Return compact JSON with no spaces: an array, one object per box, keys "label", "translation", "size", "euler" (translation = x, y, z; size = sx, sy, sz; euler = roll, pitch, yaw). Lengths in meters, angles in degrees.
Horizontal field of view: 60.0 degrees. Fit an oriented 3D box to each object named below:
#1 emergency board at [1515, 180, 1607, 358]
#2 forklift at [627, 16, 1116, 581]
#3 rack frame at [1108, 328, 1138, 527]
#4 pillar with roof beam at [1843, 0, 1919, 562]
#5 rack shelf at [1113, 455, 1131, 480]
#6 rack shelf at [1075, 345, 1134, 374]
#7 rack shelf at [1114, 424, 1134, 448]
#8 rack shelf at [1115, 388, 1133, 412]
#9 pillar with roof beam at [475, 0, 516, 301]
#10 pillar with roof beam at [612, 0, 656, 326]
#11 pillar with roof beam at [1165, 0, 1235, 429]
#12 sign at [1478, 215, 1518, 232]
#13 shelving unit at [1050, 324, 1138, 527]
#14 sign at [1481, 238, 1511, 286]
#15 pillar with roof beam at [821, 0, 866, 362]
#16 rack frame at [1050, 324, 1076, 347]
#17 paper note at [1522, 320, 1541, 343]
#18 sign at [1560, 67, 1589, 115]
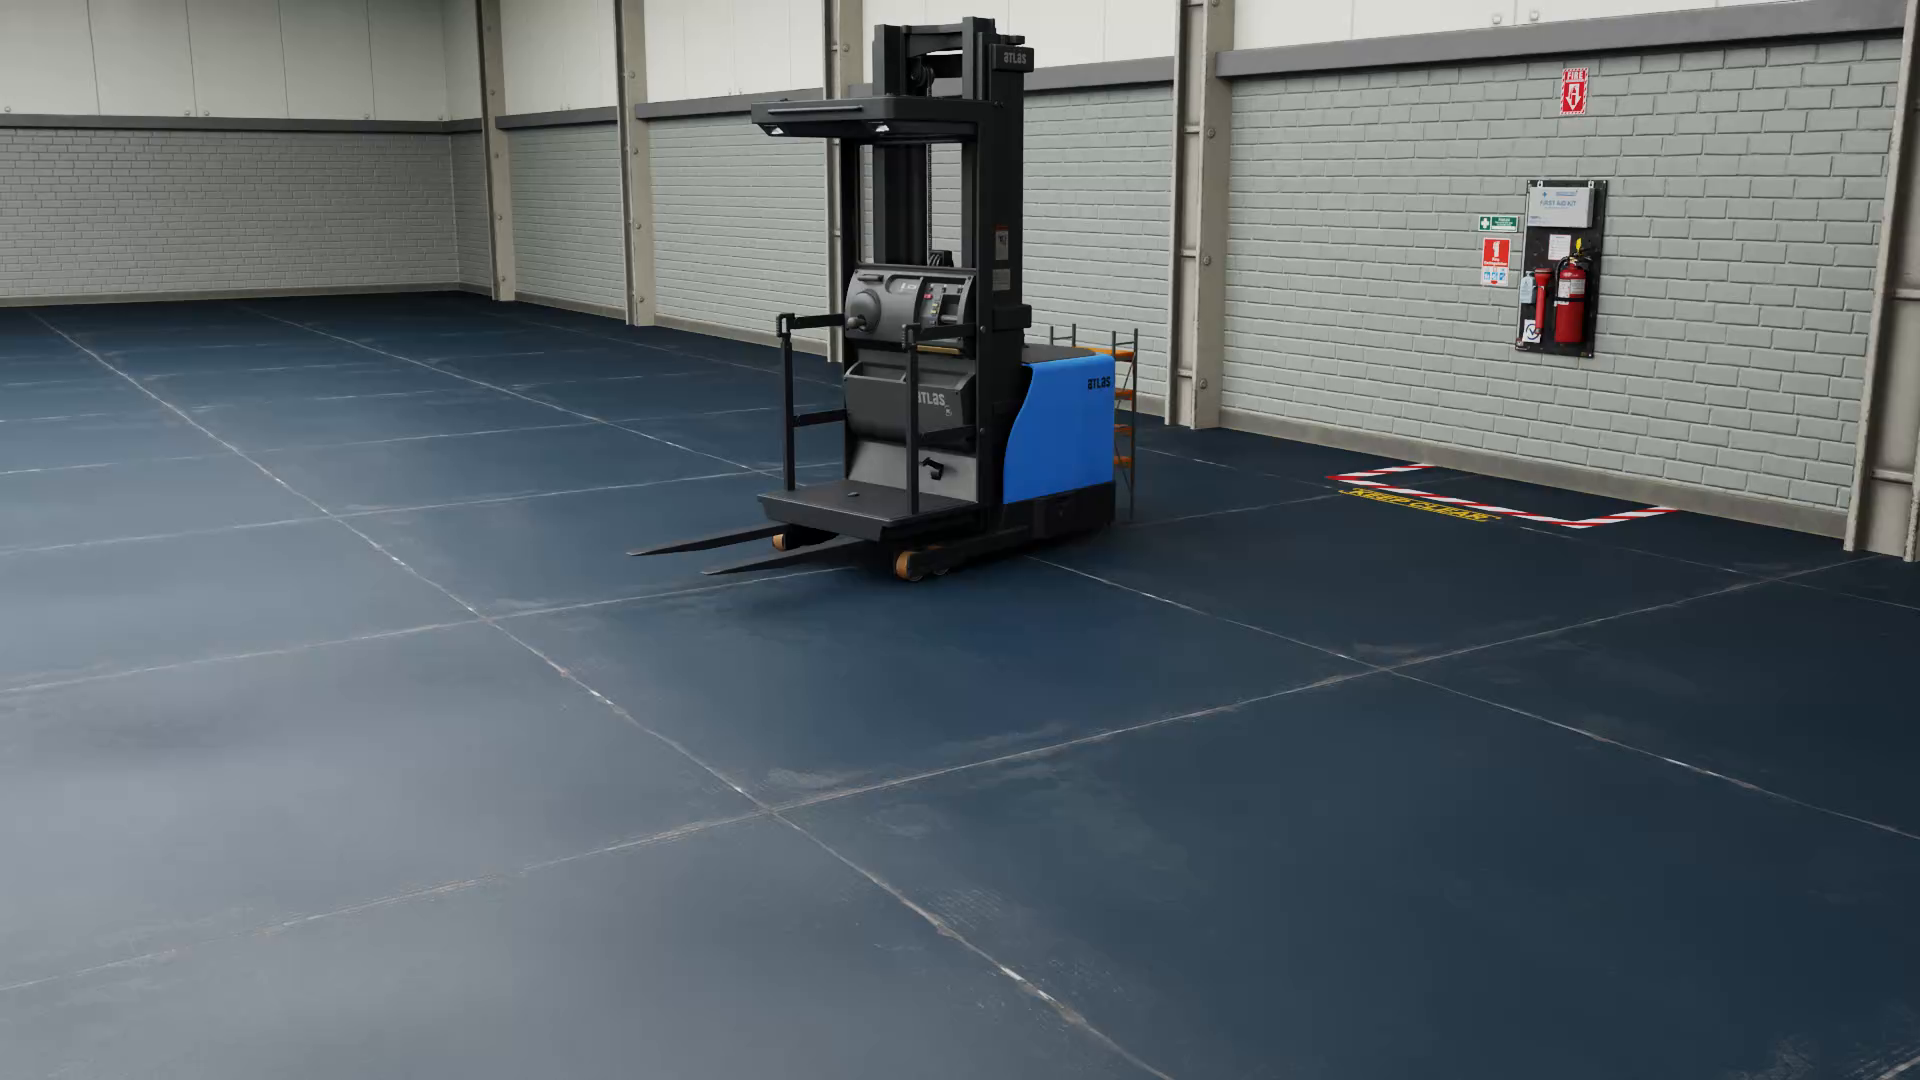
[{"label":"emergency board","translation":[4.004,-1.838,11.245],"size":[0.194,1.169,0.643],"euler":[-8,15,-33]},{"label":"forklift","translation":[-0.431,-1.334,9.099],"size":[1.130,2.935,3.031],"euler":[11,17,42]},{"label":"rack frame","translation":[1.000,-0.688,10.200],"size":[0.015,1.200,0.240],"euler":[11,17,42]},{"label":"pillar with roof beam","translation":[1.757,-3.815,6.243],"size":[9.100,9.000,0.400],"euler":[-8,15,-33]},{"label":"rack shelf","translation":[0.822,-0.464,10.420],"size":[0.480,0.148,0.258],"euler":[11,17,42]},{"label":"rack shelf","translation":[0.822,-1.108,10.279],"size":[0.480,0.148,0.258],"euler":[11,17,42]},{"label":"rack shelf","translation":[0.822,-0.658,10.377],"size":[0.480,0.148,0.258],"euler":[11,17,42]},{"label":"rack shelf","translation":[0.822,-0.877,10.330],"size":[0.480,0.148,0.258],"euler":[11,17,42]},{"label":"pillar with roof beam","translation":[-11.540,-8.083,25.762],"size":[9.100,9.000,0.400],"euler":[-8,15,-33]},{"label":"pillar with roof beam","translation":[-8.215,-7.016,20.882],"size":[9.100,9.000,0.400],"euler":[-8,15,-33]},{"label":"pillar with roof beam","translation":[-1.567,-4.882,11.123],"size":[9.100,9.000,0.400],"euler":[-8,15,-33]},{"label":"sign","translation":[3.778,-2.223,11.681],"size":[0.001,0.109,0.331],"euler":[-8,15,-33]},{"label":"shelving unit","translation":[0.822,-0.724,10.363],"size":[0.503,1.200,0.258],"euler":[11,17,42]},{"label":"sign","translation":[3.783,-1.966,11.746],"size":[0.001,0.329,0.234],"euler":[-8,15,-33]},{"label":"pillar with roof beam","translation":[-4.891,-5.949,16.002],"size":[9.100,9.000,0.400],"euler":[-8,15,-33]},{"label":"rack frame","translation":[0.644,-0.759,10.526],"size":[0.015,1.200,0.240],"euler":[11,17,42]},{"label":"paper note","translation":[3.963,-1.447,11.520],"size":[0.016,0.148,0.142],"euler":[-8,15,-33]},{"label":"sign","translation":[4.082,-2.984,11.057],"size":[0.001,0.298,0.199],"euler":[-8,15,-33]}]
